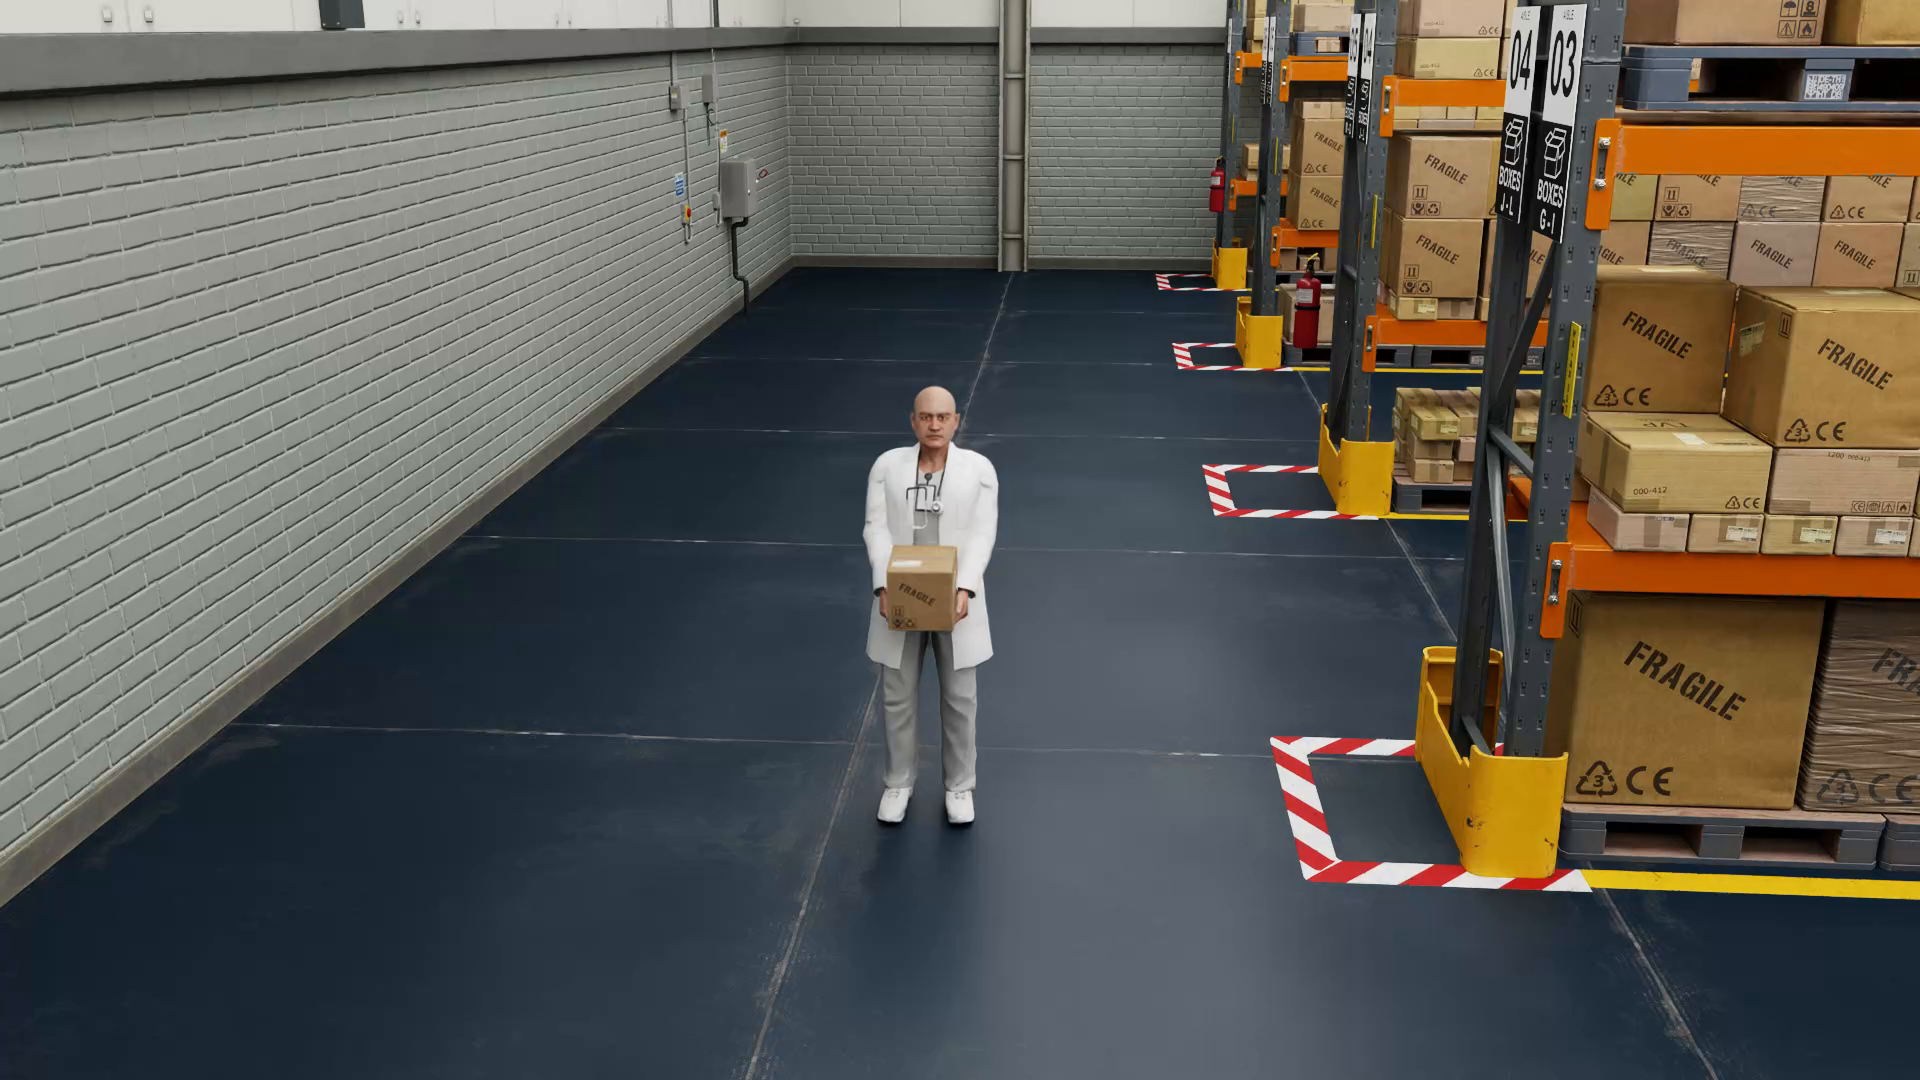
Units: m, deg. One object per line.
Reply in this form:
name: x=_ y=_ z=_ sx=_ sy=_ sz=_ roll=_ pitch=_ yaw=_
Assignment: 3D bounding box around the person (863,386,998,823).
person: x=-0.125 y=0.299 z=6.627 sx=0.537 sy=1.762 sz=0.548 roll=1 pitch=17 yaw=4
